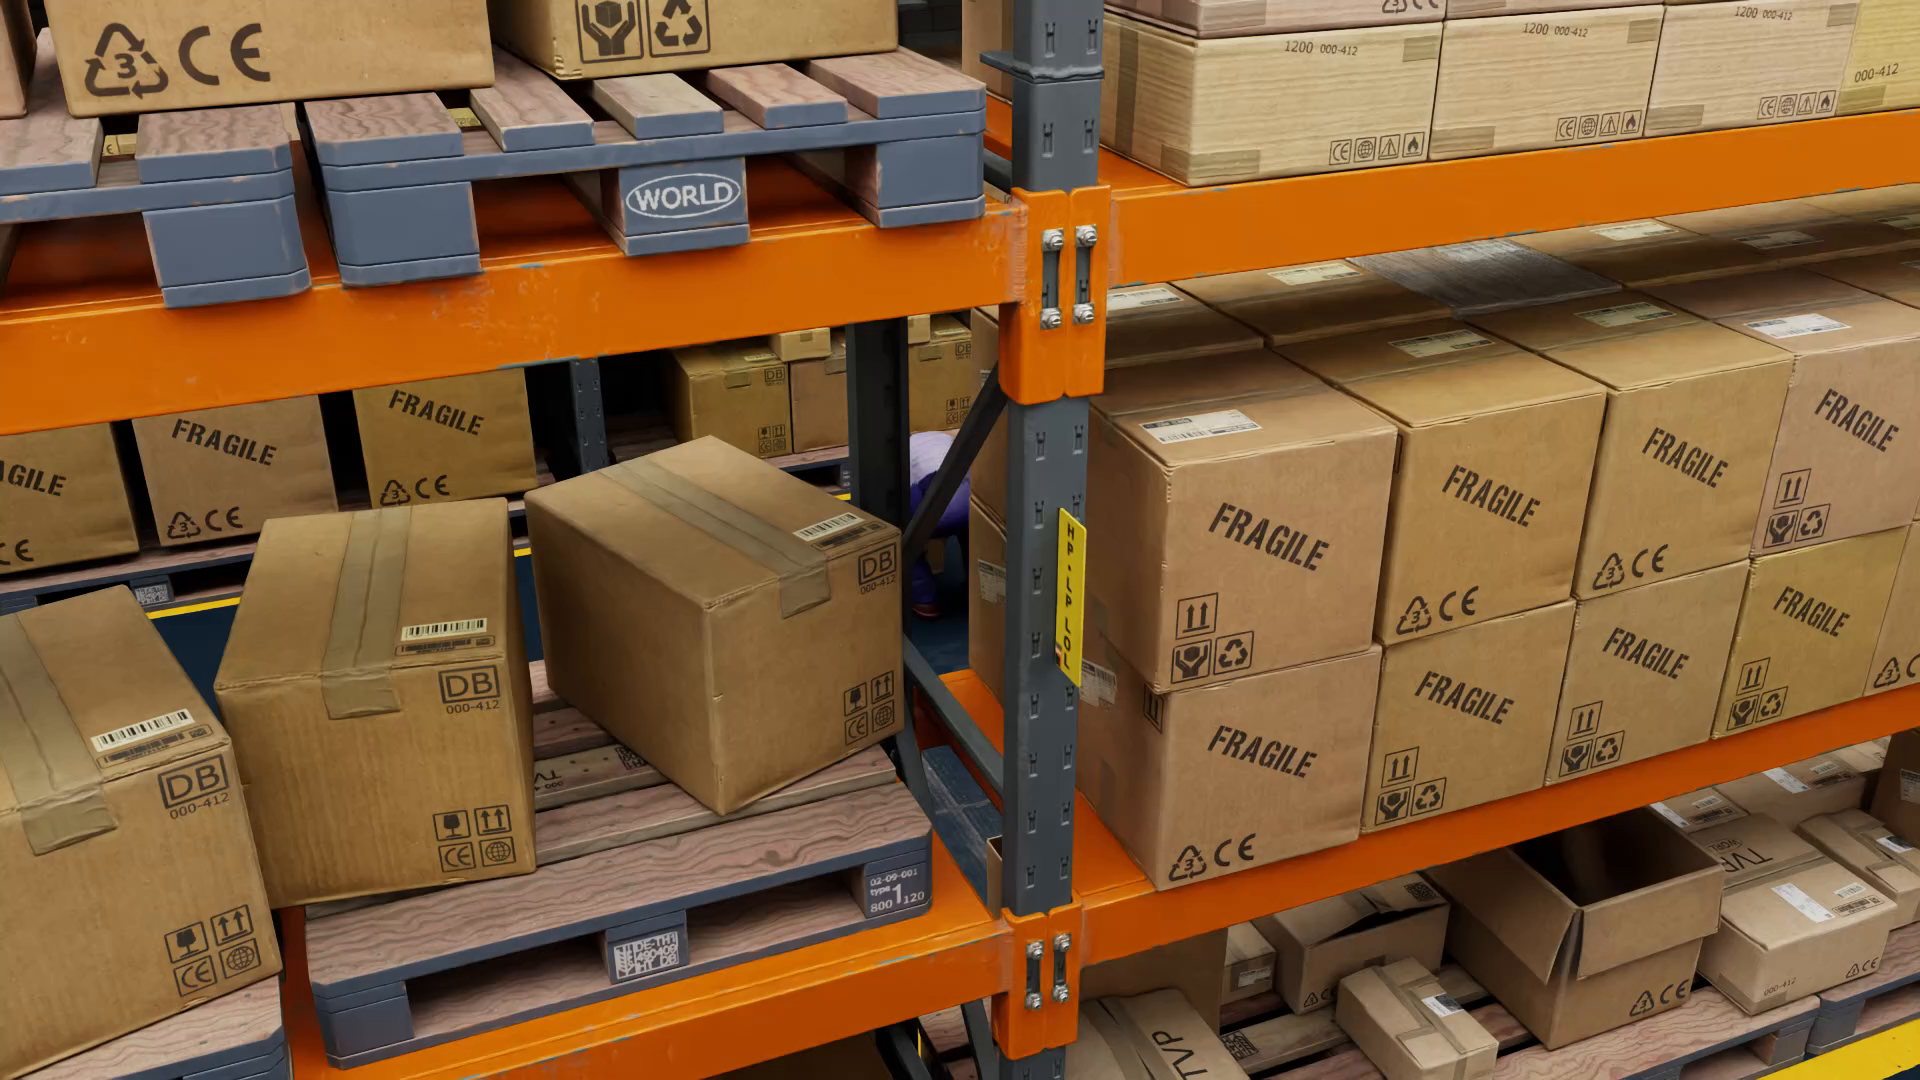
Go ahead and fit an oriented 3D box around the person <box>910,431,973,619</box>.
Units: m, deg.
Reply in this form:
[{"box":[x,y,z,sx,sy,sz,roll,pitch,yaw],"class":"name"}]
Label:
[{"box":[-0.109,-0.095,7.336,0.509,0.784,0.905,-12,28,-22],"class":"person"}]
